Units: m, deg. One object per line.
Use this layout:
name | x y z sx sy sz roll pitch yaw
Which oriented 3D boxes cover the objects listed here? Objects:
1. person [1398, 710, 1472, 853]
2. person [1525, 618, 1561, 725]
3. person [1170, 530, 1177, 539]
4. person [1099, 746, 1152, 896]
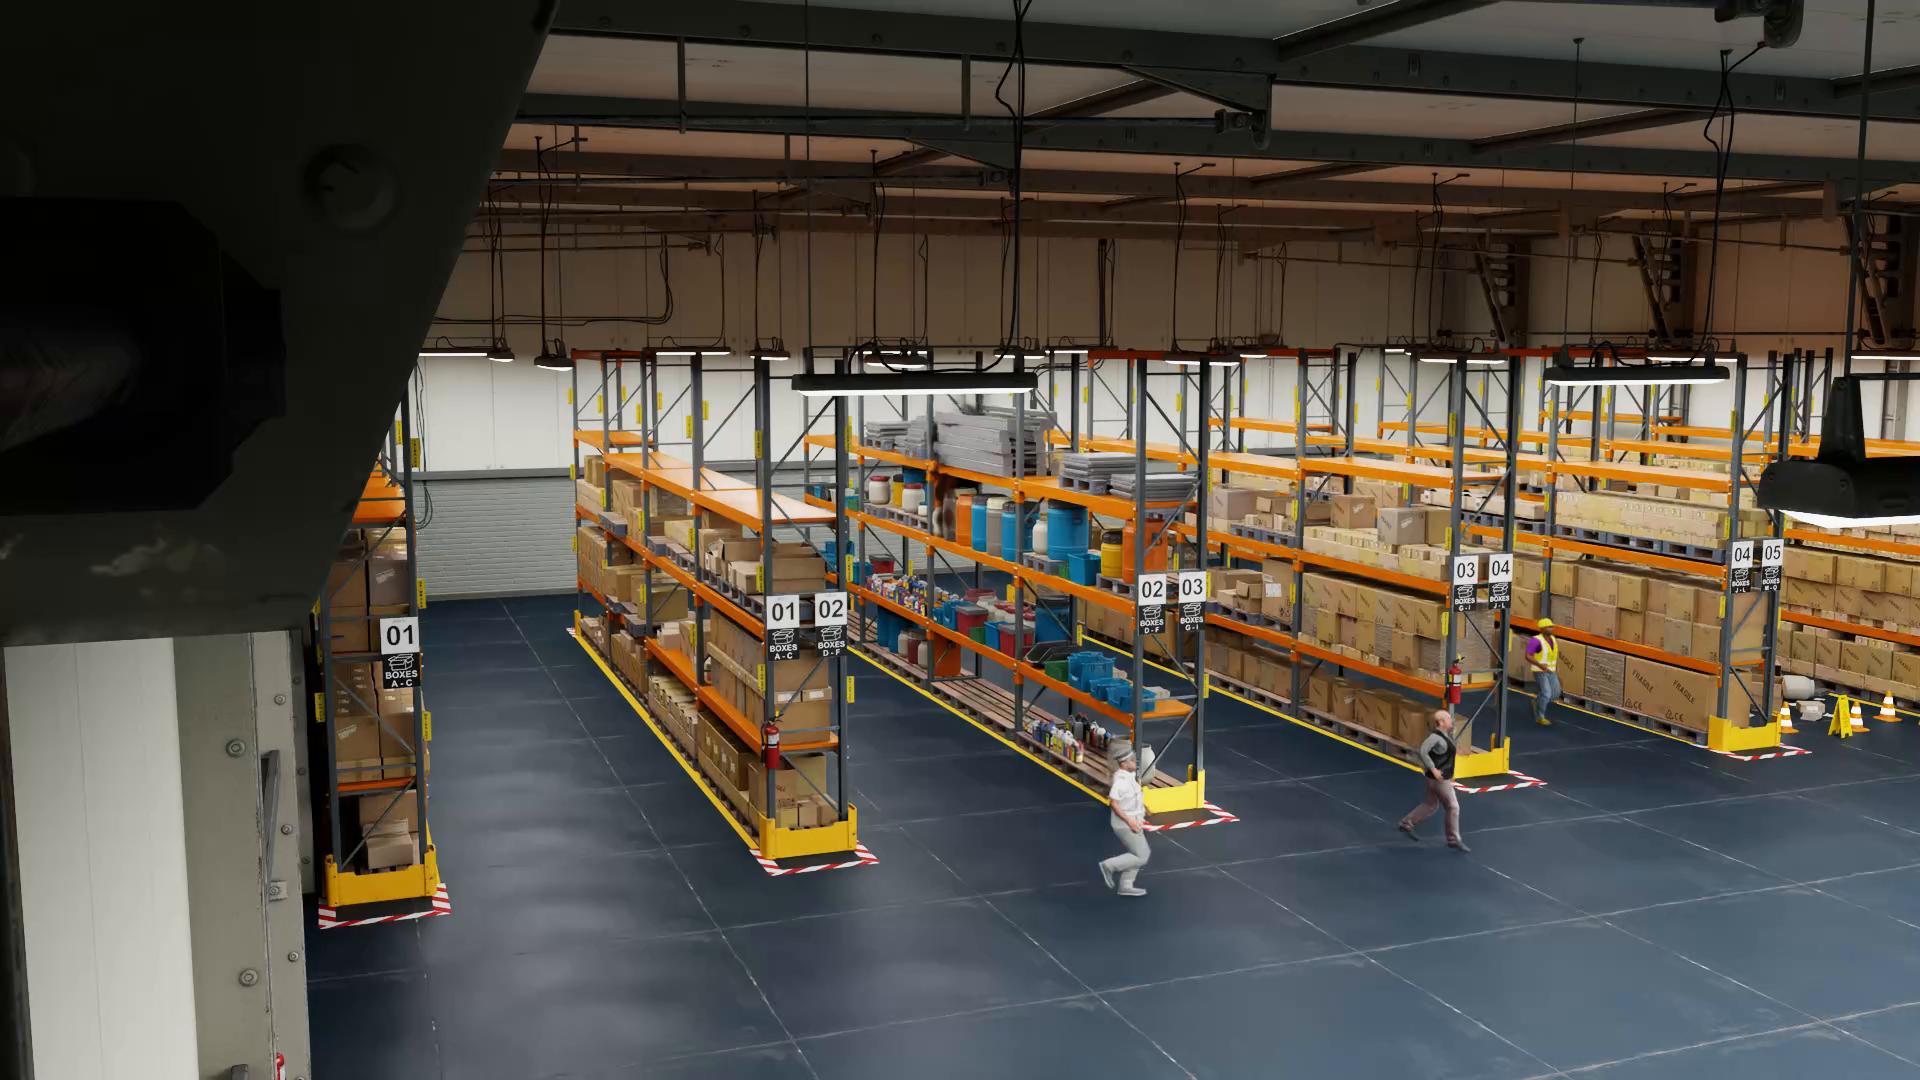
person | 5.858 2.942 20.439 0.892 1.749 0.641 2 7 13
person | 9.454 2.124 26.982 0.706 1.728 0.575 -4 8 -31
person | 4.955 0.611 39.157 0.674 1.819 0.746 -1 7 -9
person | 1.867 3.159 18.713 0.592 1.731 0.679 1 7 6
